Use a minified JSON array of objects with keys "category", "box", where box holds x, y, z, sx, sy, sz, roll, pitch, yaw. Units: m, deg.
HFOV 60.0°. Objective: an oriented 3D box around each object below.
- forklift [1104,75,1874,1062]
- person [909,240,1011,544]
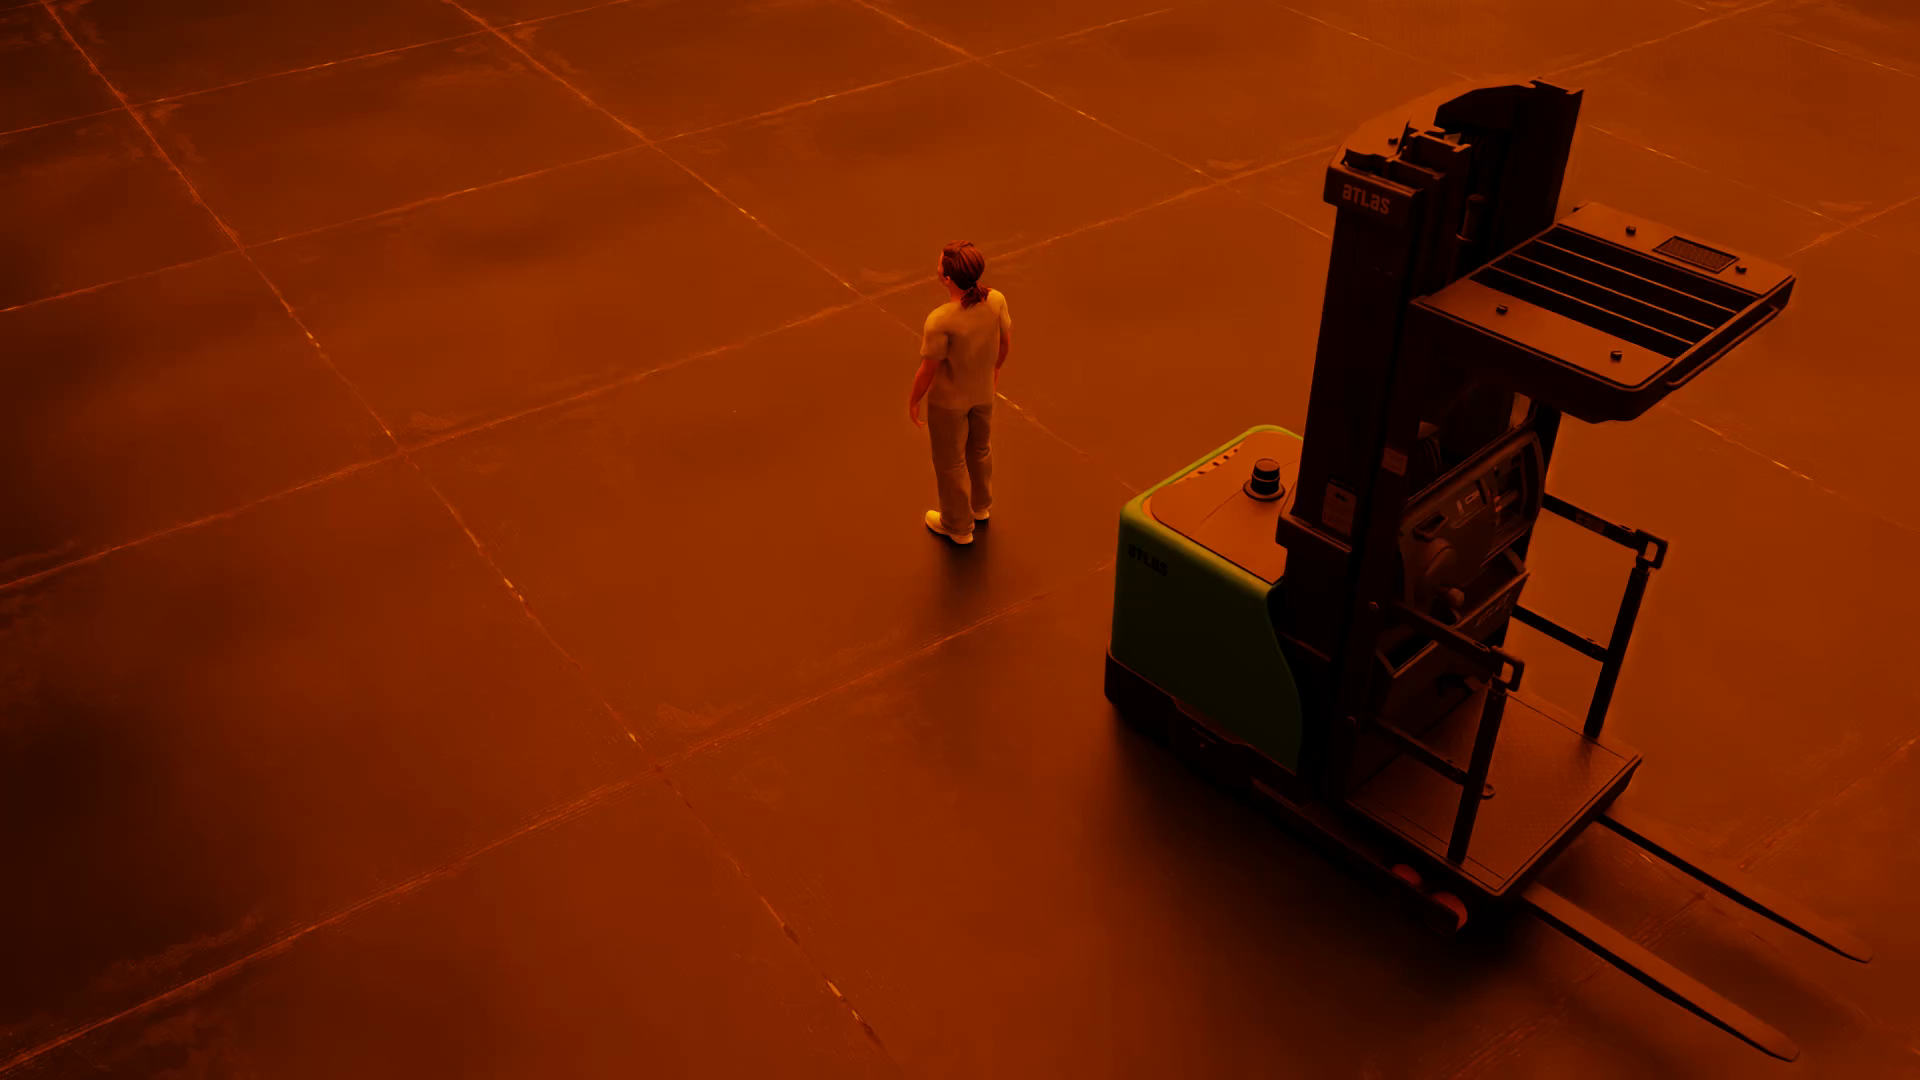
[{"category":"forklift","box":[2.019,-0.016,5.967,1.130,2.935,3.031,-30,46,-34]},{"category":"person","box":[-0.032,-0.719,7.962,0.550,1.675,0.549,-23,42,-28]}]
